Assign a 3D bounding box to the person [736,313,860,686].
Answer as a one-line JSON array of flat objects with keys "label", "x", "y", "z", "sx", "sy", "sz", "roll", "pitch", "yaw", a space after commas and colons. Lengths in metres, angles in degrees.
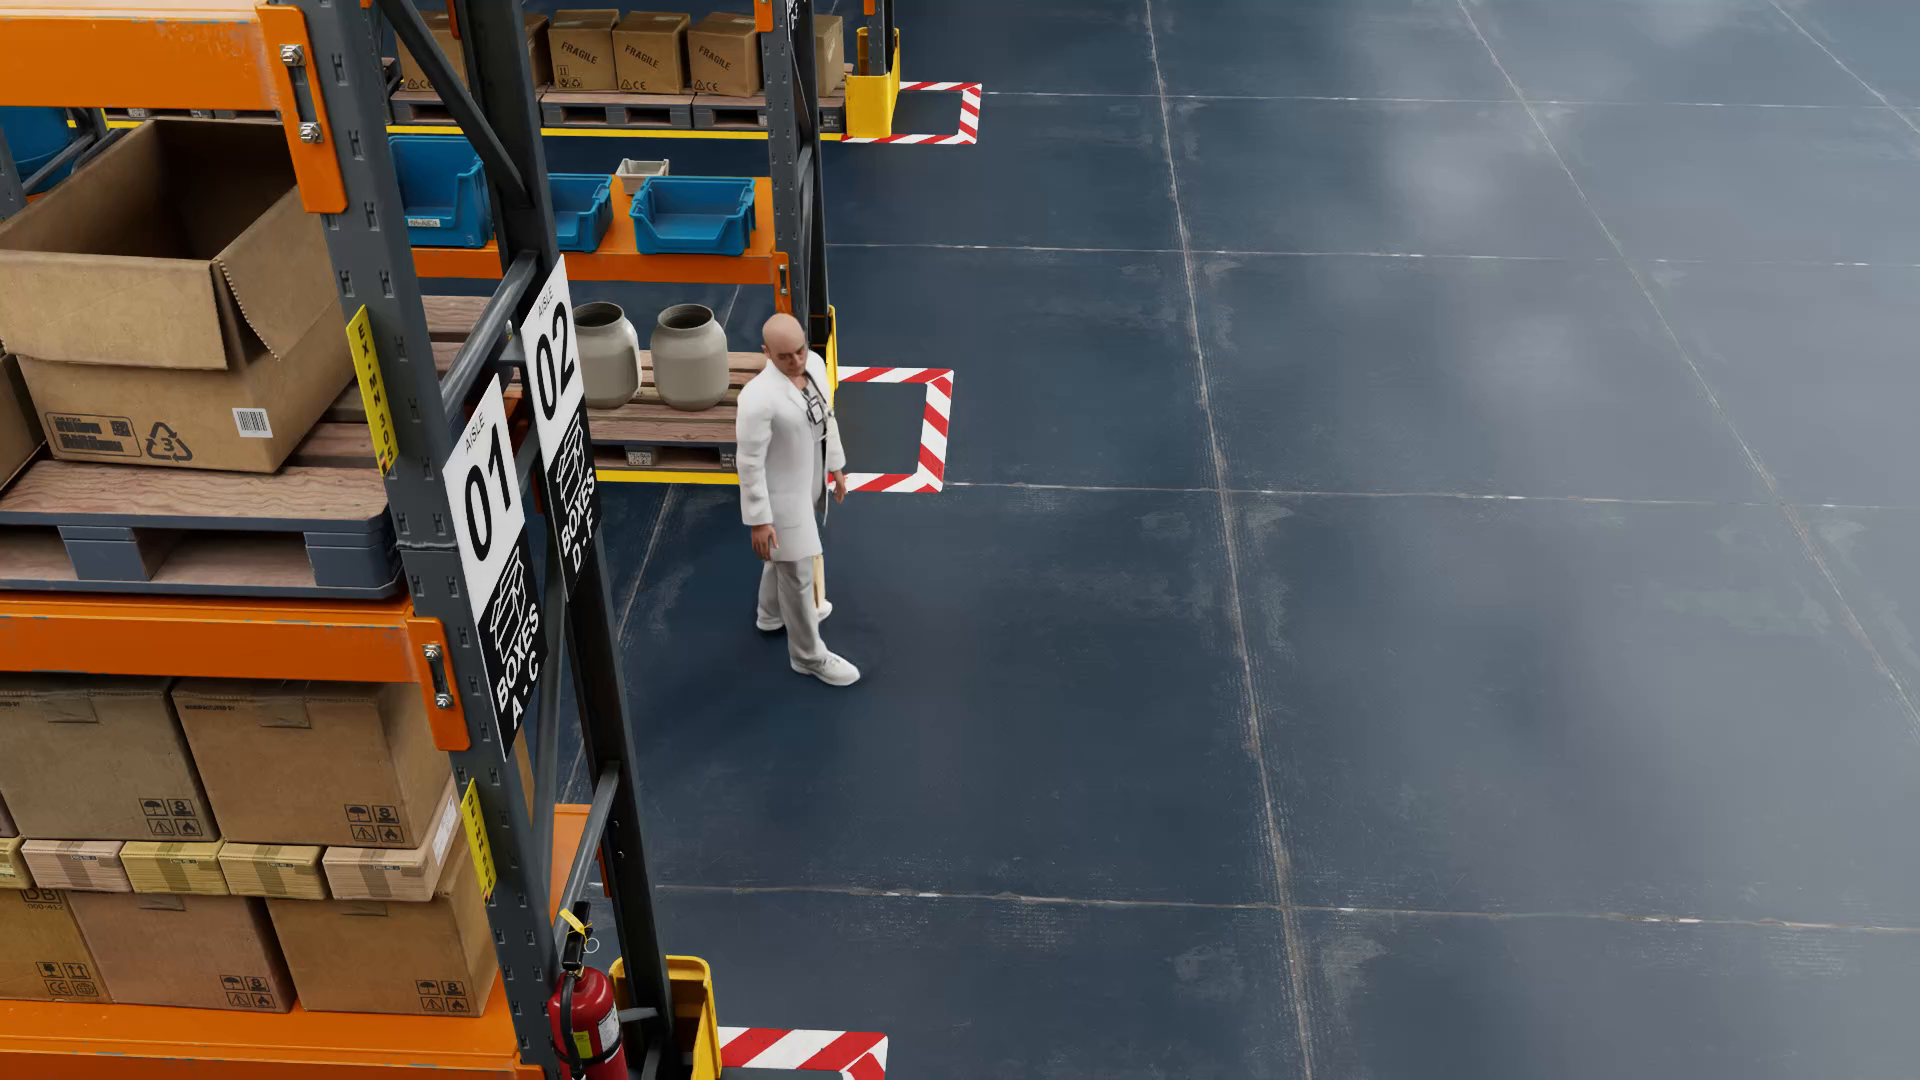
[{"label": "person", "x": -0.711, "y": -0.191, "z": 7.359, "sx": 0.658, "sy": 1.773, "sz": 0.657, "roll": 13, "pitch": 37, "yaw": 18}]
